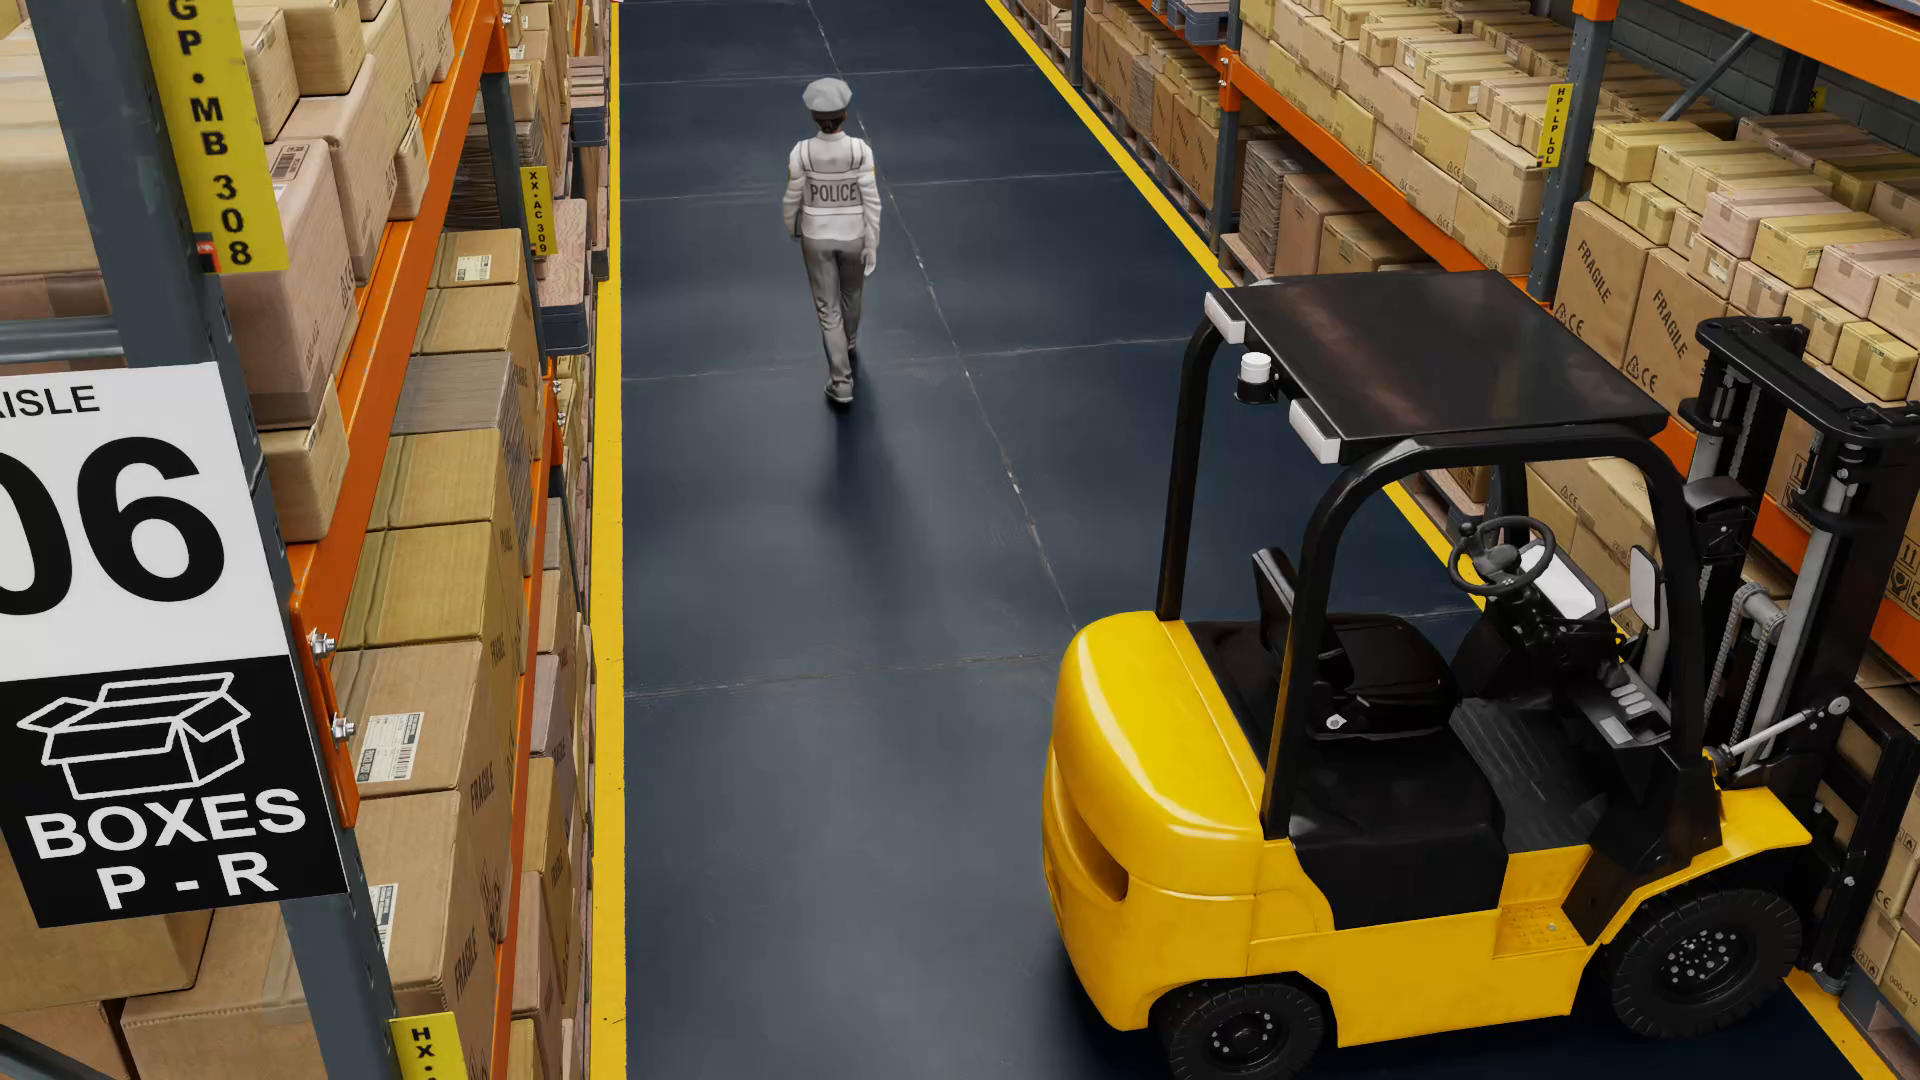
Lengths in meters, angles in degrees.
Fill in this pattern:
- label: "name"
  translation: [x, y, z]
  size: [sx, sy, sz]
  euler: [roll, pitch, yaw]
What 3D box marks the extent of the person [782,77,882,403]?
- label: "person"
  translation: [-0.692, -1.645, 8.827]
  size: [0.498, 1.638, 0.961]
  euler: [-7, 31, -11]
